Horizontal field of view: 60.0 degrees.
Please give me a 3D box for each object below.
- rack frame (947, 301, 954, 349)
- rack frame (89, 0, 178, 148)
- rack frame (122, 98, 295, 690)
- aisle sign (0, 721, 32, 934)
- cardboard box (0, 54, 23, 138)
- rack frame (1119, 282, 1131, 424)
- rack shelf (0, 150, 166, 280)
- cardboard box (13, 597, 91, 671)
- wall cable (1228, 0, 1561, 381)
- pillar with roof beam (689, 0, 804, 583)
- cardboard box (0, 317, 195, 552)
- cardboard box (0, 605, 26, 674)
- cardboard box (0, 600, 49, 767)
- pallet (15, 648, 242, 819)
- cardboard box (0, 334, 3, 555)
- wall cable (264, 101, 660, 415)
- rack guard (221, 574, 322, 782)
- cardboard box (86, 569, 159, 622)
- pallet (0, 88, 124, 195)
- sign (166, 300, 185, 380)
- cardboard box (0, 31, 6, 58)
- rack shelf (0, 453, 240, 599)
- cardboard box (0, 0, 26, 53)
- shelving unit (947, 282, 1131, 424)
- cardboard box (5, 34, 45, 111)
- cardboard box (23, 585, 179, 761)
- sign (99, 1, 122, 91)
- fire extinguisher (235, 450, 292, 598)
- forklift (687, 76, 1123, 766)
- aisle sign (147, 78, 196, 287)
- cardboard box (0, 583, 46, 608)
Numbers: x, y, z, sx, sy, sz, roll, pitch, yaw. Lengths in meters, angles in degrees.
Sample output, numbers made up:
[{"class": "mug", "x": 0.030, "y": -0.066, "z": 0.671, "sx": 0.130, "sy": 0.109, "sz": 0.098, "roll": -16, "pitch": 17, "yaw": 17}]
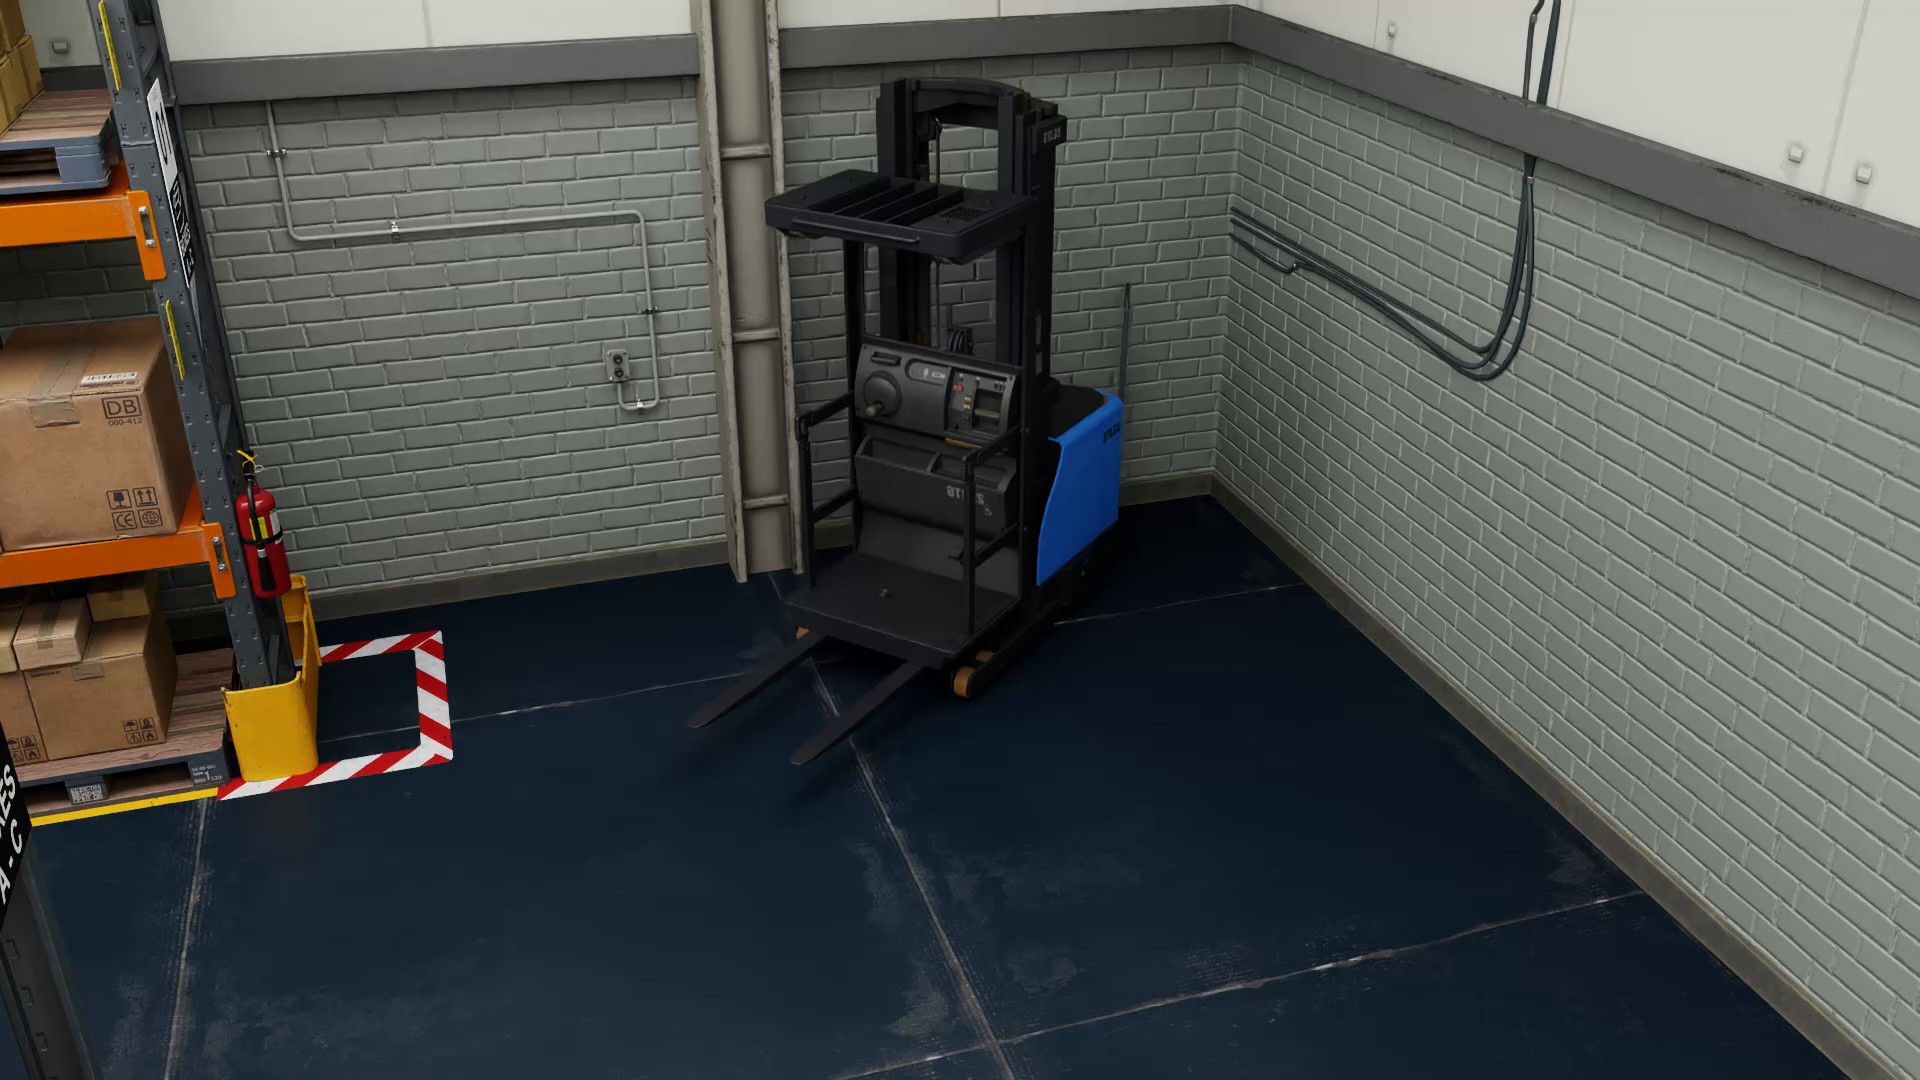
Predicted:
[{"class": "rack frame", "x": -0.041, "y": -0.822, "z": 10.155, "sx": 0.032, "sy": 1.500, "sz": 0.500, "roll": 3, "pitch": 29, "yaw": 5}, {"class": "rack frame", "x": -3.459, "y": -3.135, "z": 6.445, "sx": 0.127, "sy": 3.000, "sz": 1.000, "roll": -8, "pitch": 28, "yaw": -16}, {"class": "rack frame", "x": -3.459, "y": -0.448, "z": 7.779, "sx": 0.127, "sy": 3.000, "sz": 1.000, "roll": -8, "pitch": 28, "yaw": -16}, {"class": "aisle sign", "x": -1.947, "y": 0.348, "z": 3.252, "sx": 0.004, "sy": 0.787, "sz": 0.394, "roll": -8, "pitch": 28, "yaw": -16}, {"class": "cardboard box", "x": -4.073, "y": -1.744, "z": 6.601, "sx": 0.500, "sy": 0.250, "sz": 0.500, "roll": -7, "pitch": 27, "yaw": -15}, {"class": "rack frame", "x": 0.970, "y": -0.761, "z": 10.067, "sx": 0.032, "sy": 1.500, "sz": 0.500, "roll": 3, "pitch": 29, "yaw": 5}, {"class": "rack shelf", "x": -5.360, "y": -1.194, "z": 6.717, "sx": 4.000, "sy": 0.370, "sz": 1.077, "roll": -8, "pitch": 28, "yaw": -16}, {"class": "cardboard box", "x": -4.159, "y": 0.426, "z": 7.627, "sx": 0.250, "sy": 0.149, "sz": 0.380, "roll": -9, "pitch": 28, "yaw": -17}, {"class": "wall cable", "x": 2.030, "y": -2.372, "z": 8.400, "sx": 0.112, "sy": 2.526, "sz": 3.097, "roll": -8, "pitch": 28, "yaw": -16}, {"class": "pillar with roof beam", "x": 0.174, "y": -2.052, "z": 4.264, "sx": 0.400, "sy": 9.000, "sz": 9.100, "roll": -8, "pitch": 28, "yaw": -16}, {"class": "cardboard box", "x": -3.941, "y": -0.508, "z": 7.562, "sx": 0.700, "sy": 0.700, "sz": 0.980, "roll": -7, "pitch": 27, "yaw": -14}, {"class": "cardboard box", "x": -4.402, "y": 0.462, "z": 7.556, "sx": 0.250, "sy": 0.149, "sz": 0.380, "roll": -7, "pitch": 27, "yaw": -15}, {"class": "cardboard box", "x": -4.569, "y": 0.691, "z": 7.823, "sx": 0.500, "sy": 0.500, "sz": 0.700, "roll": -8, "pitch": 28, "yaw": -16}, {"class": "pallet", "x": -4.195, "y": 0.944, "z": 8.111, "sx": 1.213, "sy": 0.211, "sz": 1.003, "roll": -8, "pitch": 28, "yaw": -16}, {"class": "cardboard box", "x": -4.629, "y": -0.403, "z": 7.351, "sx": 0.700, "sy": 0.700, "sz": 0.980, "roll": -8, "pitch": 28, "yaw": -17}, {"class": "wall cable", "x": -2.534, "y": -1.479, "z": 8.714, "sx": 1.851, "sy": 1.984, "sz": 0.084, "roll": -8, "pitch": 28, "yaw": -16}, {"class": "rack guard", "x": -3.436, "y": 0.668, "z": 8.342, "sx": 0.348, "sy": 0.500, "sz": 1.175, "roll": -8, "pitch": 28, "yaw": -16}, {"class": "cardboard box", "x": -4.036, "y": 0.230, "z": 8.023, "sx": 0.250, "sy": 0.149, "sz": 0.380, "roll": -8, "pitch": 28, "yaw": -16}, {"class": "pallet", "x": -4.161, "y": -1.645, "z": 6.917, "sx": 1.213, "sy": 0.211, "sz": 1.003, "roll": -8, "pitch": 28, "yaw": -16}, {"class": "sign", "x": -3.304, "y": -0.841, "z": 7.003, "sx": 0.005, "sy": 0.325, "sz": 0.100, "roll": -8, "pitch": 28, "yaw": -16}, {"class": "cardboard box", "x": -4.070, "y": -2.077, "z": 6.428, "sx": 0.500, "sy": 0.500, "sz": 0.500, "roll": -8, "pitch": 28, "yaw": -16}, {"class": "rack shelf", "x": -5.360, "y": 0.150, "z": 7.384, "sx": 4.000, "sy": 0.370, "sz": 1.077, "roll": -8, "pitch": 28, "yaw": -16}, {"class": "cardboard box", "x": -4.228, "y": -2.295, "z": 6.866, "sx": 0.500, "sy": 0.500, "sz": 0.500, "roll": -9, "pitch": 28, "yaw": -18}, {"class": "shelving unit", "x": 0.464, "y": -0.791, "z": 10.111, "sx": 1.048, "sy": 1.500, "sz": 0.538, "roll": 3, "pitch": 29, "yaw": 5}, {"class": "cardboard box", "x": -4.229, "y": -1.960, "z": 7.036, "sx": 0.500, "sy": 0.250, "sz": 0.500, "roll": -7, "pitch": 27, "yaw": -13}, {"class": "cardboard box", "x": -4.093, "y": 0.622, "z": 7.962, "sx": 0.500, "sy": 0.500, "sz": 0.700, "roll": -8, "pitch": 28, "yaw": -16}, {"class": "sign", "x": -3.304, "y": -1.921, "z": 6.467, "sx": 0.005, "sy": 0.325, "sz": 0.100, "roll": -8, "pitch": 28, "yaw": -16}, {"class": "fire extinguisher", "x": -3.172, "y": -0.072, "z": 7.528, "sx": 0.183, "sy": 0.674, "sz": 0.296, "roll": -8, "pitch": 28, "yaw": -16}, {"class": "forklift", "x": -0.242, "y": -0.728, "z": 8.421, "sx": 1.130, "sy": 2.935, "sz": 3.031, "roll": 15, "pitch": 30, "yaw": 27}, {"class": "aisle sign", "x": -3.297, "y": -1.495, "z": 6.965, "sx": 0.004, "sy": 0.787, "sz": 0.394, "roll": -8, "pitch": 28, "yaw": -16}, {"class": "cardboard box", "x": -4.518, "y": 0.300, "z": 7.882, "sx": 0.250, "sy": 0.149, "sz": 0.380, "roll": -8, "pitch": 28, "yaw": -16}]
